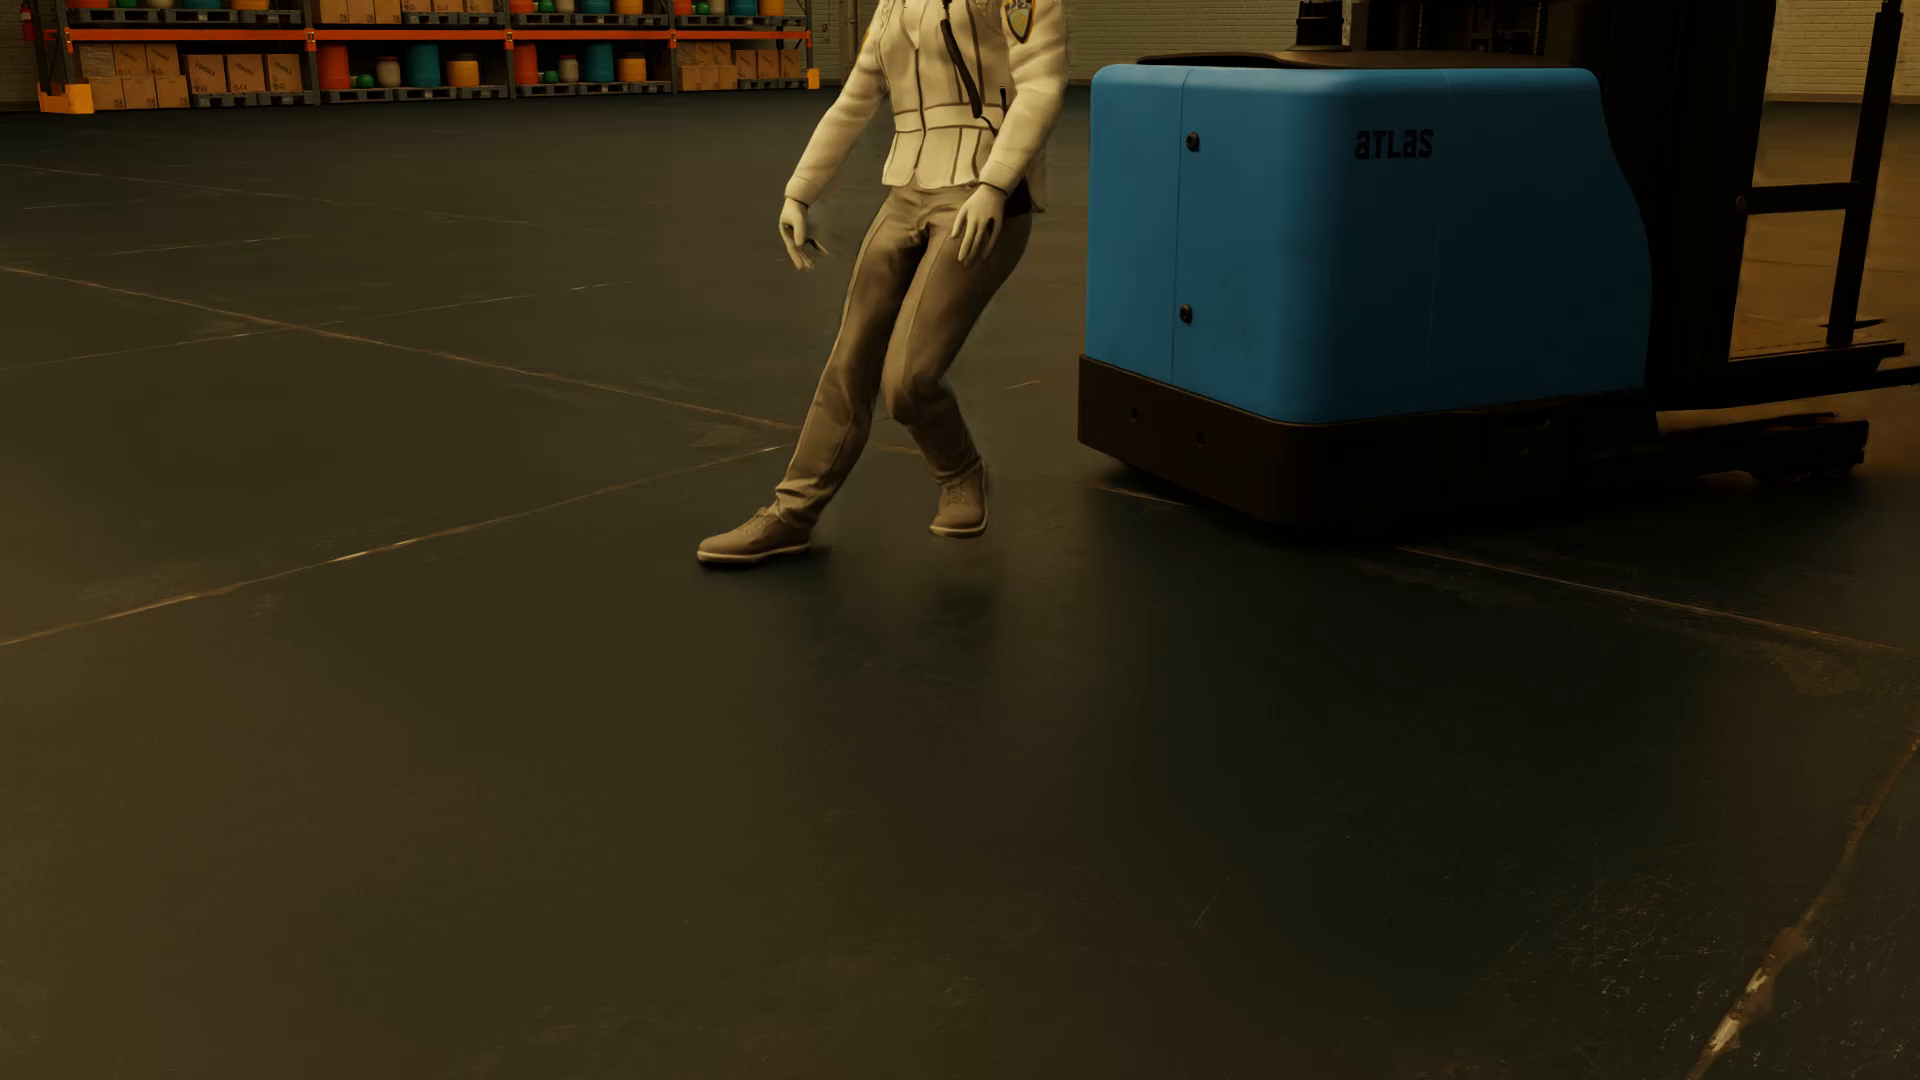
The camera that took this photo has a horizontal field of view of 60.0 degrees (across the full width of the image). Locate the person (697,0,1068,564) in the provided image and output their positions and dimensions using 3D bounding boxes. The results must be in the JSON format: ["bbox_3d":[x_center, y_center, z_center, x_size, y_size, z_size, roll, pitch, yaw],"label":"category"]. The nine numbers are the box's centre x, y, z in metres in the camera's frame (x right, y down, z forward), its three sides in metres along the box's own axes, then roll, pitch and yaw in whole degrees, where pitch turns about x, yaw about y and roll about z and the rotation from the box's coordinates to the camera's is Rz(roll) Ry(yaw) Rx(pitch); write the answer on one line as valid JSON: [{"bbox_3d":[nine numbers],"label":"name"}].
[{"bbox_3d":[-0.165,-0.697,3.493,0.642,1.603,0.660,-14,22,-38],"label":"person"}]

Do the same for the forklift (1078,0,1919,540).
[{"bbox_3d":[1.883,-1.675,4.414,3.031,2.935,1.130,-8,19,-24],"label":"forklift"}]
